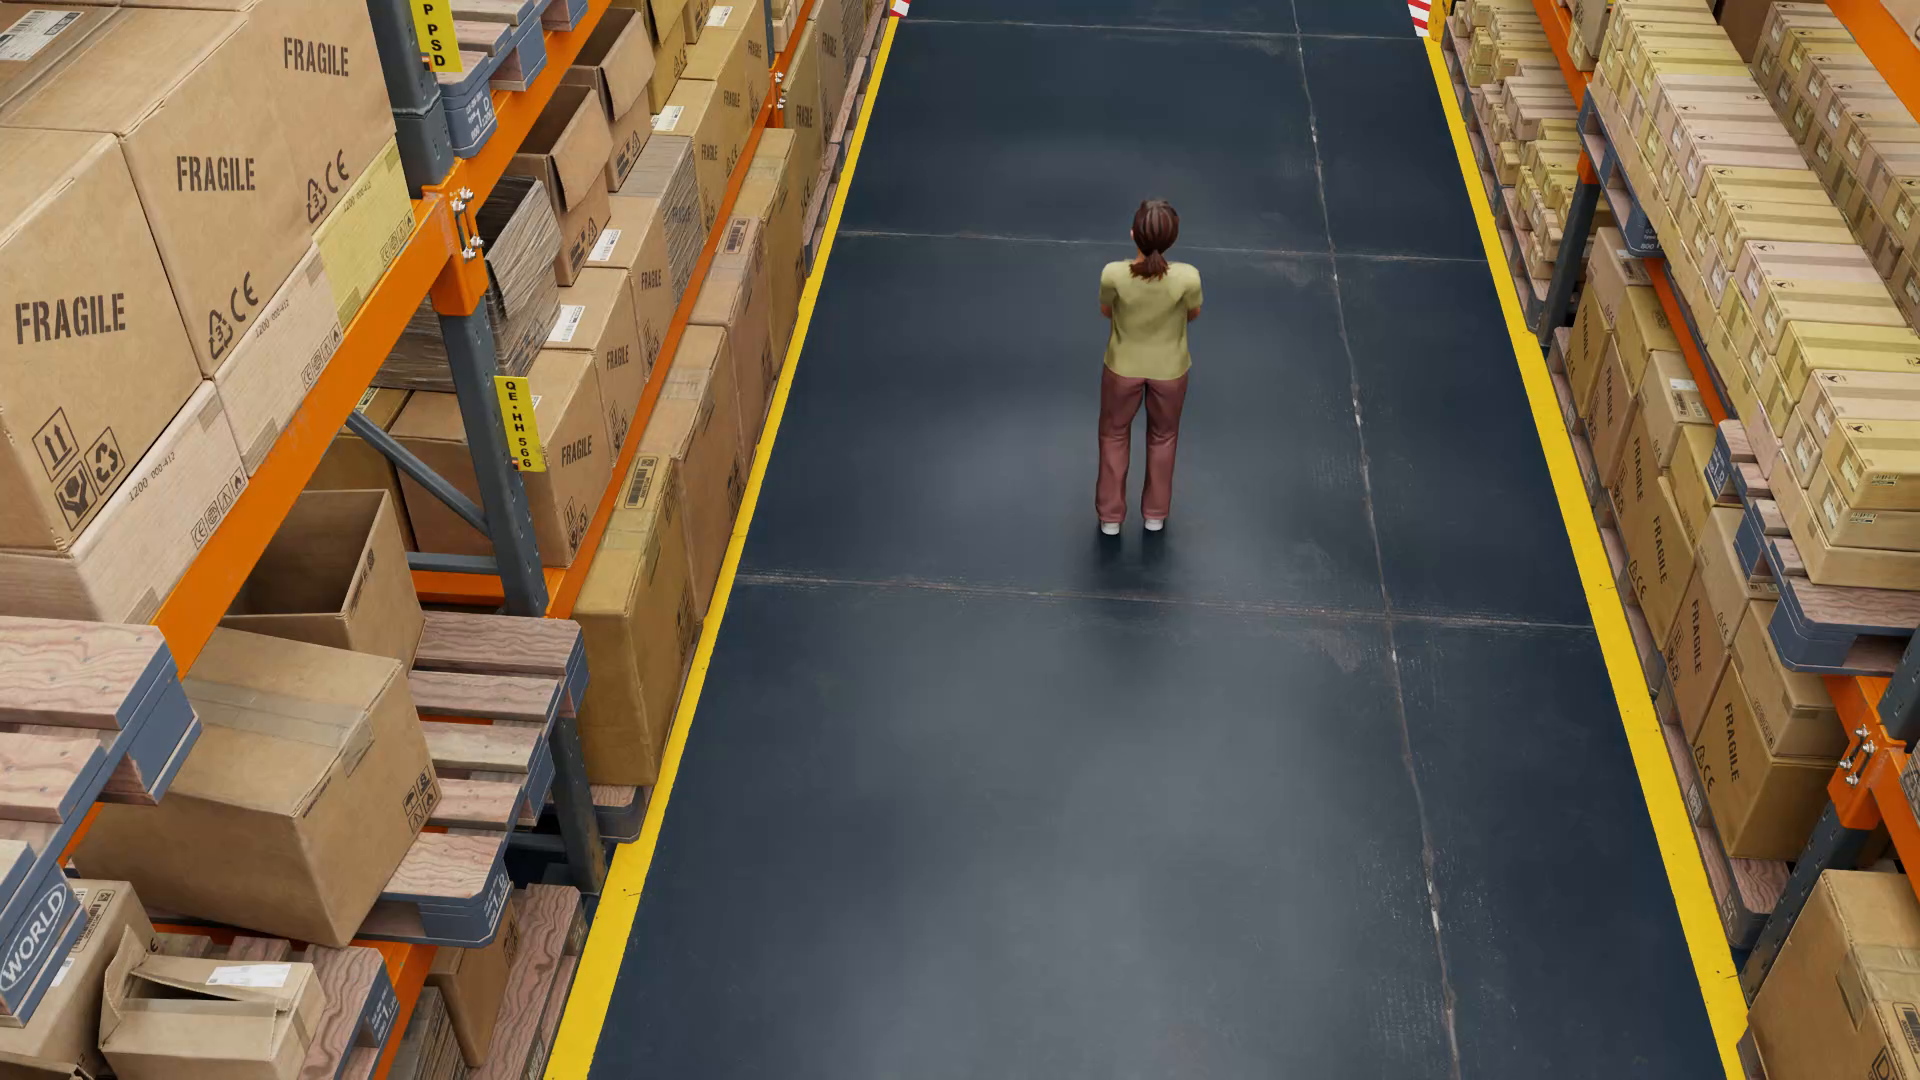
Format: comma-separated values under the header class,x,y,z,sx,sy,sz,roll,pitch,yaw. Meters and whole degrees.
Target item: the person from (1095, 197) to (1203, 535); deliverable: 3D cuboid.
class,x,y,z,sx,sy,sz,roll,pitch,yaw
person,0.785,-0.756,7.062,0.425,1.662,0.561,4,40,5
